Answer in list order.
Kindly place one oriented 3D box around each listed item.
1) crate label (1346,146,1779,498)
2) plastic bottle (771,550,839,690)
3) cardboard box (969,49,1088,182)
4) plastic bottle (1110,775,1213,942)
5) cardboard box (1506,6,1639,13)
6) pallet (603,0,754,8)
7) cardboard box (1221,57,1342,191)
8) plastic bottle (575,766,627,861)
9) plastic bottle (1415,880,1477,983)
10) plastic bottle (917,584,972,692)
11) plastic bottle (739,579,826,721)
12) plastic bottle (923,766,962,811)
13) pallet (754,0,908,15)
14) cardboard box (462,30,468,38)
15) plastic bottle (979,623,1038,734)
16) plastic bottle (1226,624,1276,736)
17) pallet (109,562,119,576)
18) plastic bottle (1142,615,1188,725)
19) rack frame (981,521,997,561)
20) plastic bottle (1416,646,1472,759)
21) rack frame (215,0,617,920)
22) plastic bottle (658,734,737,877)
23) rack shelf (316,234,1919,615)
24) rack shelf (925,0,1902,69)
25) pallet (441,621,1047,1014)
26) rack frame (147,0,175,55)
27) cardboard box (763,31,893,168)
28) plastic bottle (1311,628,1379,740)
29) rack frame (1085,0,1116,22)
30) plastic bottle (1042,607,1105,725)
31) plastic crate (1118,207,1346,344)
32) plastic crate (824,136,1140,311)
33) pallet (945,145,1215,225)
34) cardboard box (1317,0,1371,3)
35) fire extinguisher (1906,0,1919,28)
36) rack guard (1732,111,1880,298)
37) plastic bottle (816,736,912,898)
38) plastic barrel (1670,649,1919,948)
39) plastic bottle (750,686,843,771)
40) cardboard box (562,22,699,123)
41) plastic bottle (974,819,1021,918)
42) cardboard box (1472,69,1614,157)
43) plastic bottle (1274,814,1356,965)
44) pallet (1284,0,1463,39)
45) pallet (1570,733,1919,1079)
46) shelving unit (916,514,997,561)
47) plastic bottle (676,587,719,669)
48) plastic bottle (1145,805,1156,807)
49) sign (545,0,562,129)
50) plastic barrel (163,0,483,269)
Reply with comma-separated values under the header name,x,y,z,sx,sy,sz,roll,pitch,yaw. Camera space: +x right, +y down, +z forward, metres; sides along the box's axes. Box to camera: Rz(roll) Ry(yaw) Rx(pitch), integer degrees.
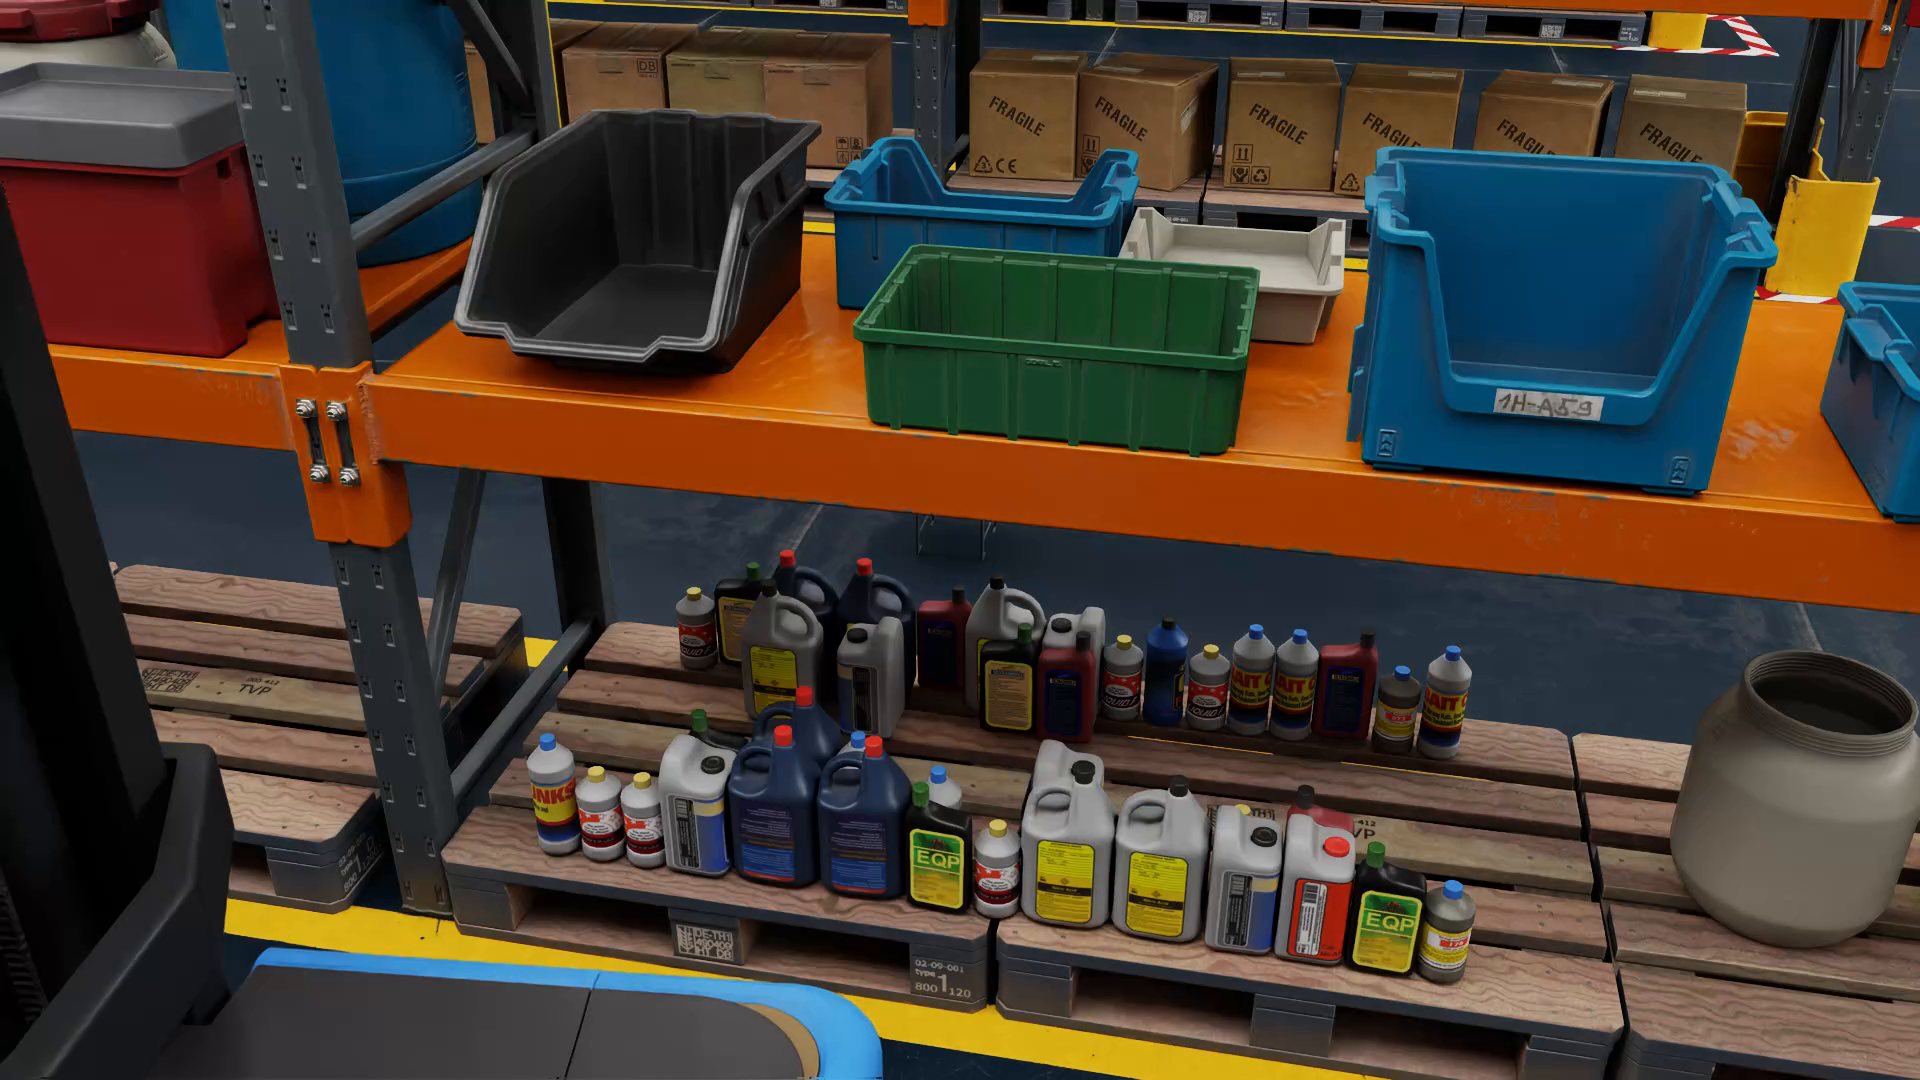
name,x,y,z,sx,sy,sz,roll,pitch,yaw
crate label,0.972,-0.382,2.787,0.616,0.435,0.502,6,29,11
plastic bottle,-0.393,0.188,4.083,0.185,0.351,0.144,5,29,9
cardboard box,0.334,-2.065,8.064,0.500,0.500,0.500,5,29,9
plastic bottle,0.402,0.615,3.303,0.185,0.351,0.144,7,29,13
cardboard box,4.321,-4.243,11.652,0.875,0.875,0.875,6,29,11
pallet,-2.071,-4.419,13.101,1.213,0.211,1.003,6,29,11
cardboard box,1.519,-1.986,7.919,0.500,0.500,0.500,3,29,6
plastic bottle,-0.764,0.572,3.537,0.097,0.201,0.097,0,29,0
plastic bottle,0.941,0.747,3.217,0.097,0.201,0.097,0,29,0
plastic bottle,-0.037,0.234,4.070,0.133,0.283,0.061,8,30,14
plastic bottle,-0.423,0.256,3.959,0.185,0.351,0.144,6,29,11
plastic bottle,-0.044,0.586,3.440,0.097,0.271,0.097,0,29,0
pallet,-0.881,-4.295,12.876,1.213,0.211,1.003,6,29,11
cardboard box,-2.756,-2.426,8.703,0.500,0.500,0.700,3,29,6
plastic bottle,0.114,0.320,3.912,0.133,0.283,0.061,6,29,11
plastic bottle,0.688,0.322,3.921,0.097,0.271,0.097,0,29,0
pallet,-3.056,0.331,4.425,1.213,0.211,1.003,6,29,11
plastic bottle,0.490,0.302,3.958,0.097,0.271,0.097,0,29,0
rack frame,0.091,-0.385,5.017,0.006,0.900,0.240,6,29,11
plastic bottle,1.121,0.367,3.840,0.097,0.271,0.097,0,29,0
rack frame,-1.083,-0.710,3.423,0.127,3.000,1.000,6,29,11
plastic bottle,-0.541,0.549,3.502,0.135,0.276,0.152,7,29,12
rack shelf,0.873,-0.194,3.230,4.000,0.370,1.077,6,29,11
rack shelf,1.907,-2.520,7.478,4.000,0.370,1.077,6,29,11
pallet,-0.435,0.600,3.934,1.213,0.211,1.003,6,29,11
rack frame,-3.961,-3.437,8.405,0.127,3.000,1.000,6,29,11
cardboard box,-0.645,-2.204,8.298,0.500,0.500,0.700,4,29,7
plastic bottle,0.903,0.330,3.894,0.133,0.283,0.061,6,29,11
rack frame,1.086,-5.355,11.908,0.127,3.000,1.000,6,29,11
plastic bottle,0.269,0.291,3.973,0.135,0.276,0.152,6,29,11
plastic crate,0.558,-0.550,3.406,0.437,0.136,0.530,6,29,11
plastic crate,0.056,-0.661,3.489,0.616,0.251,0.499,6,29,11
pallet,0.615,-1.762,8.249,1.213,0.211,1.003,6,29,11
cardboard box,2.569,-4.423,11.980,0.875,0.875,0.875,6,29,11
fire extinguisher,3.879,-2.373,6.542,0.183,0.674,0.296,6,29,11
rack guard,3.789,-1.546,7.553,0.348,0.500,1.175,6,29,11
plastic bottle,-0.196,0.554,3.415,0.185,0.351,0.144,5,29,8
plastic barrel,1.679,0.518,3.334,0.421,0.512,0.421,0,29,0
plastic bottle,-0.350,0.467,3.574,0.185,0.351,0.144,6,29,11
cardboard box,-1.654,-2.317,8.503,0.500,0.500,0.700,3,29,6
plastic bottle,0.076,0.659,3.379,0.097,0.201,0.097,0,29,0
cardboard box,2.664,-1.837,7.648,0.500,0.500,0.500,14,32,24
plastic bottle,0.700,0.676,3.269,0.135,0.276,0.152,6,29,11
pallet,3.010,-3.898,12.150,1.213,0.211,1.003,6,29,11
pallet,1.951,0.845,3.487,1.213,0.211,1.003,6,29,11
shelving unit,-0.008,-0.396,5.035,0.210,0.900,0.258,6,29,11
plastic bottle,-0.663,0.215,4.190,0.097,0.201,0.097,0,29,0
plastic bottle,0.384,0.619,3.451,0.097,0.201,0.097,0,29,0
sign,-0.957,-1.089,3.827,0.005,0.325,0.100,6,29,11
plastic barrel,-1.398,-1.111,3.634,0.708,0.901,0.600,6,29,11
